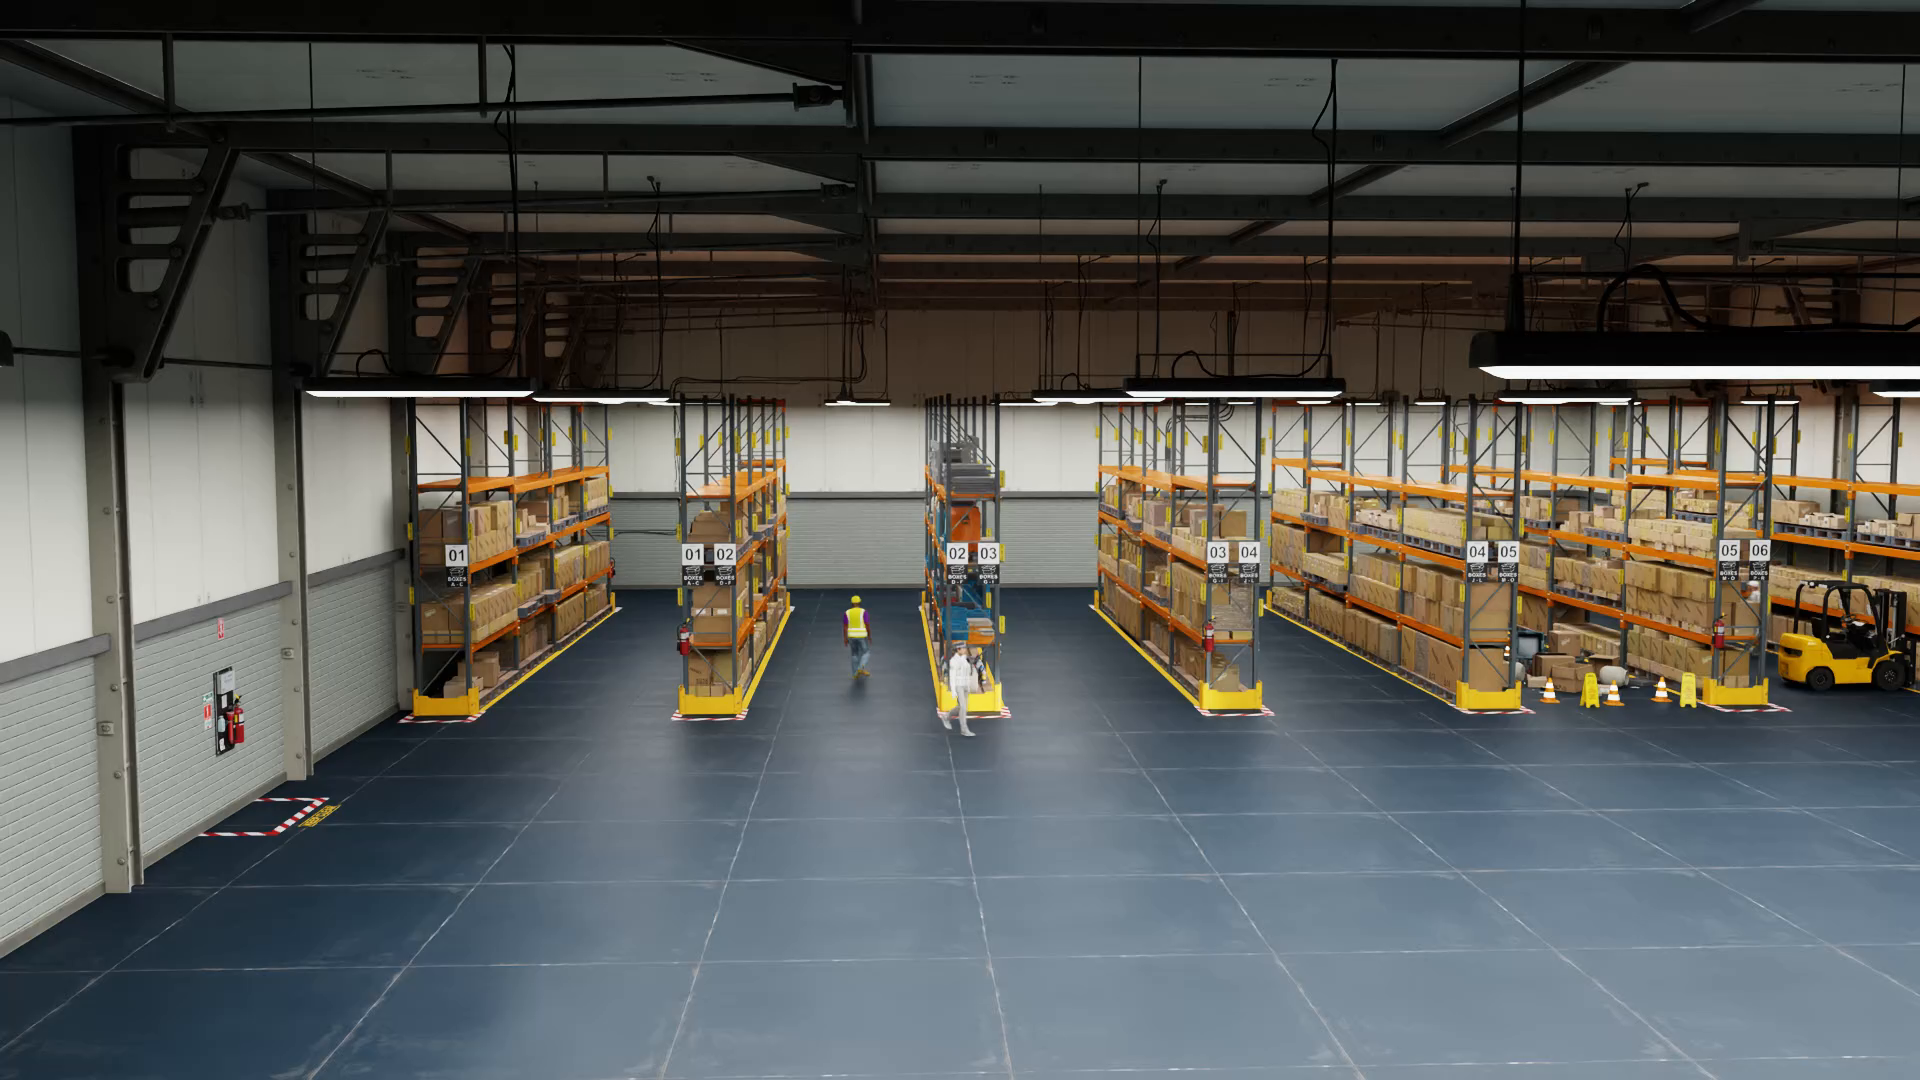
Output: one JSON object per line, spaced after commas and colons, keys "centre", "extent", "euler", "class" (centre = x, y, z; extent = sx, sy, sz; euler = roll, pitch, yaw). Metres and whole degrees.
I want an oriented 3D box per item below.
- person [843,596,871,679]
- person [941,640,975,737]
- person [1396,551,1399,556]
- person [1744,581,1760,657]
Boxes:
{"centre": [-2.177, 2.063, 35.201], "extent": [0.610, 1.756, 0.548], "euler": [1, 5, 14], "class": "person"}
{"centre": [-0.016, 2.576, 29.206], "extent": [0.771, 1.655, 0.528], "euler": [3, 5, 32], "class": "person"}
{"centre": [12.913, 1.017, 48.943], "extent": [0.716, 1.663, 0.513], "euler": [0, 5, 2], "class": "person"}
{"centre": [18.256, 1.802, 38.150], "extent": [0.526, 1.762, 0.507], "euler": [-2, 5, -22], "class": "person"}
